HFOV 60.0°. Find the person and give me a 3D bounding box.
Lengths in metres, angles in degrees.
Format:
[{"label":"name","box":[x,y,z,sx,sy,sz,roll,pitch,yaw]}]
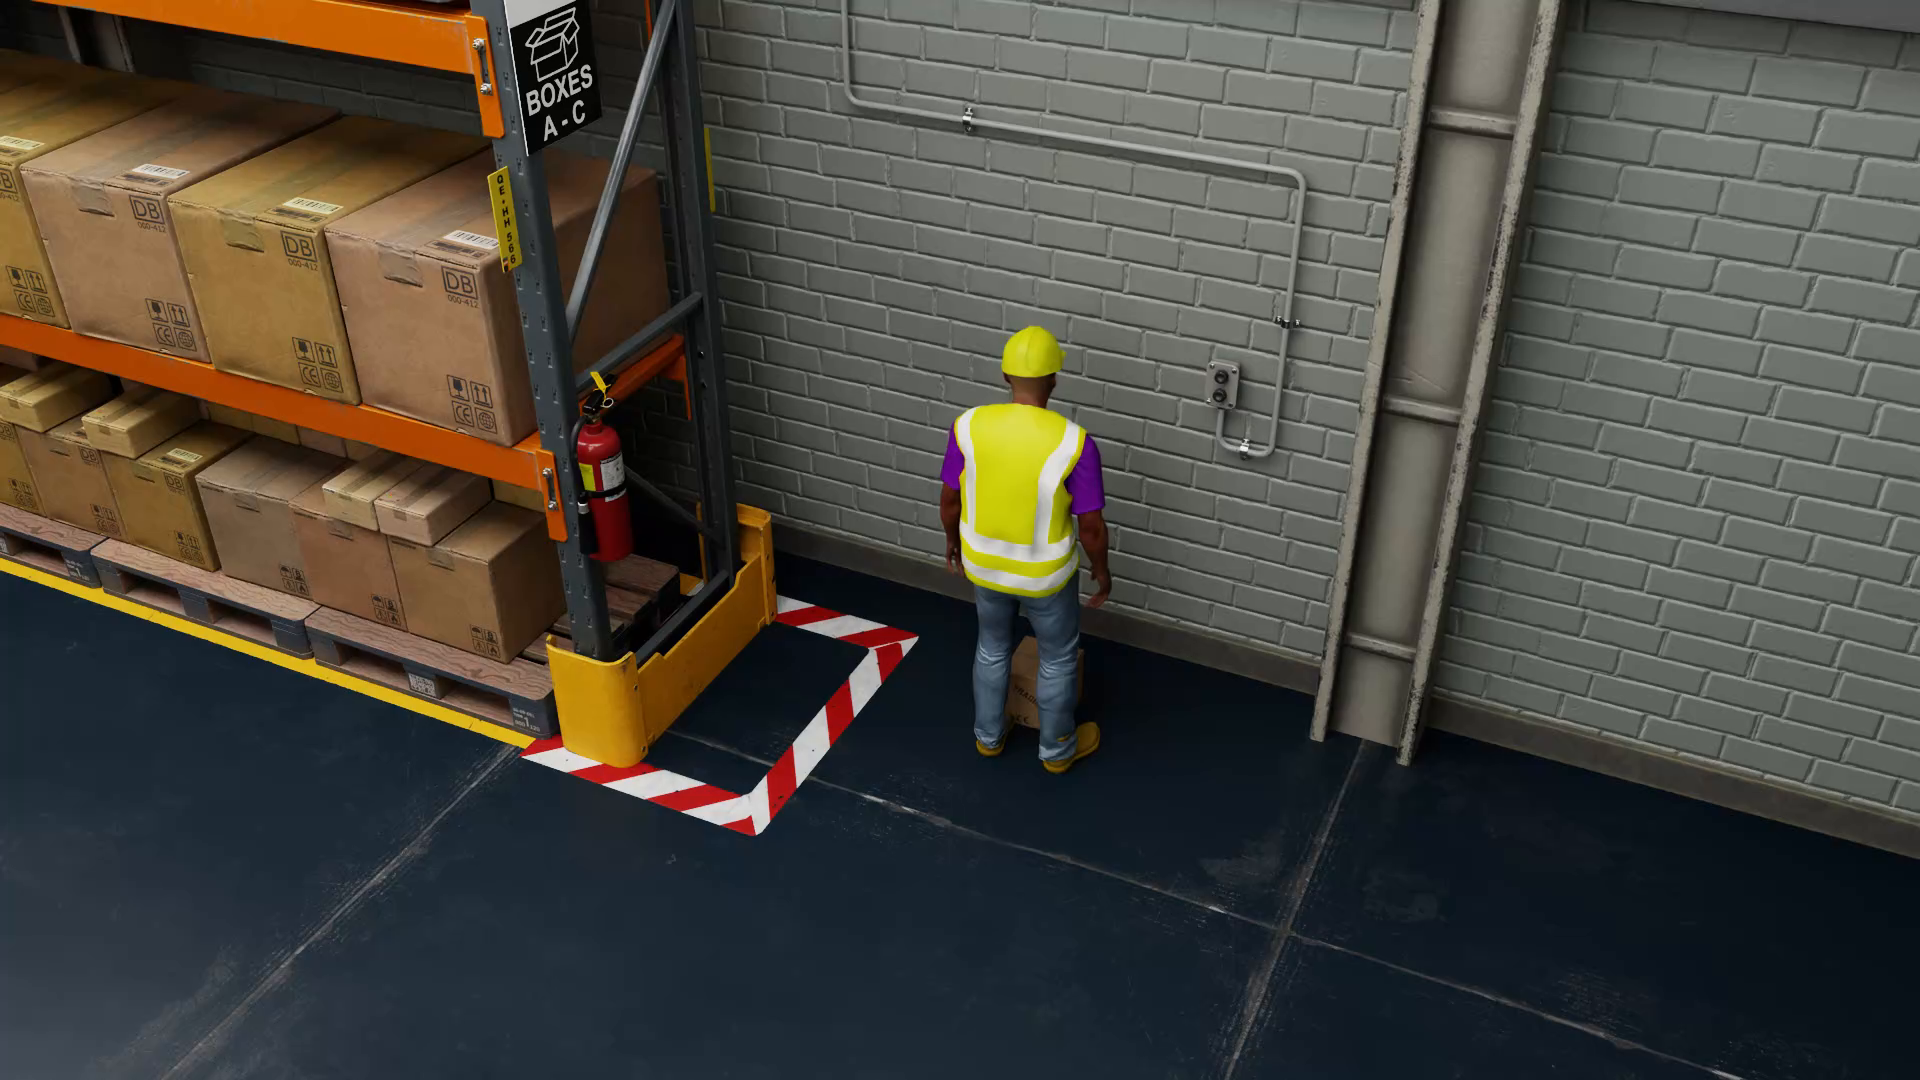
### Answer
[{"label":"person","box":[0.241,0.062,6.034,0.637,1.757,0.460,13,36,19]}]
